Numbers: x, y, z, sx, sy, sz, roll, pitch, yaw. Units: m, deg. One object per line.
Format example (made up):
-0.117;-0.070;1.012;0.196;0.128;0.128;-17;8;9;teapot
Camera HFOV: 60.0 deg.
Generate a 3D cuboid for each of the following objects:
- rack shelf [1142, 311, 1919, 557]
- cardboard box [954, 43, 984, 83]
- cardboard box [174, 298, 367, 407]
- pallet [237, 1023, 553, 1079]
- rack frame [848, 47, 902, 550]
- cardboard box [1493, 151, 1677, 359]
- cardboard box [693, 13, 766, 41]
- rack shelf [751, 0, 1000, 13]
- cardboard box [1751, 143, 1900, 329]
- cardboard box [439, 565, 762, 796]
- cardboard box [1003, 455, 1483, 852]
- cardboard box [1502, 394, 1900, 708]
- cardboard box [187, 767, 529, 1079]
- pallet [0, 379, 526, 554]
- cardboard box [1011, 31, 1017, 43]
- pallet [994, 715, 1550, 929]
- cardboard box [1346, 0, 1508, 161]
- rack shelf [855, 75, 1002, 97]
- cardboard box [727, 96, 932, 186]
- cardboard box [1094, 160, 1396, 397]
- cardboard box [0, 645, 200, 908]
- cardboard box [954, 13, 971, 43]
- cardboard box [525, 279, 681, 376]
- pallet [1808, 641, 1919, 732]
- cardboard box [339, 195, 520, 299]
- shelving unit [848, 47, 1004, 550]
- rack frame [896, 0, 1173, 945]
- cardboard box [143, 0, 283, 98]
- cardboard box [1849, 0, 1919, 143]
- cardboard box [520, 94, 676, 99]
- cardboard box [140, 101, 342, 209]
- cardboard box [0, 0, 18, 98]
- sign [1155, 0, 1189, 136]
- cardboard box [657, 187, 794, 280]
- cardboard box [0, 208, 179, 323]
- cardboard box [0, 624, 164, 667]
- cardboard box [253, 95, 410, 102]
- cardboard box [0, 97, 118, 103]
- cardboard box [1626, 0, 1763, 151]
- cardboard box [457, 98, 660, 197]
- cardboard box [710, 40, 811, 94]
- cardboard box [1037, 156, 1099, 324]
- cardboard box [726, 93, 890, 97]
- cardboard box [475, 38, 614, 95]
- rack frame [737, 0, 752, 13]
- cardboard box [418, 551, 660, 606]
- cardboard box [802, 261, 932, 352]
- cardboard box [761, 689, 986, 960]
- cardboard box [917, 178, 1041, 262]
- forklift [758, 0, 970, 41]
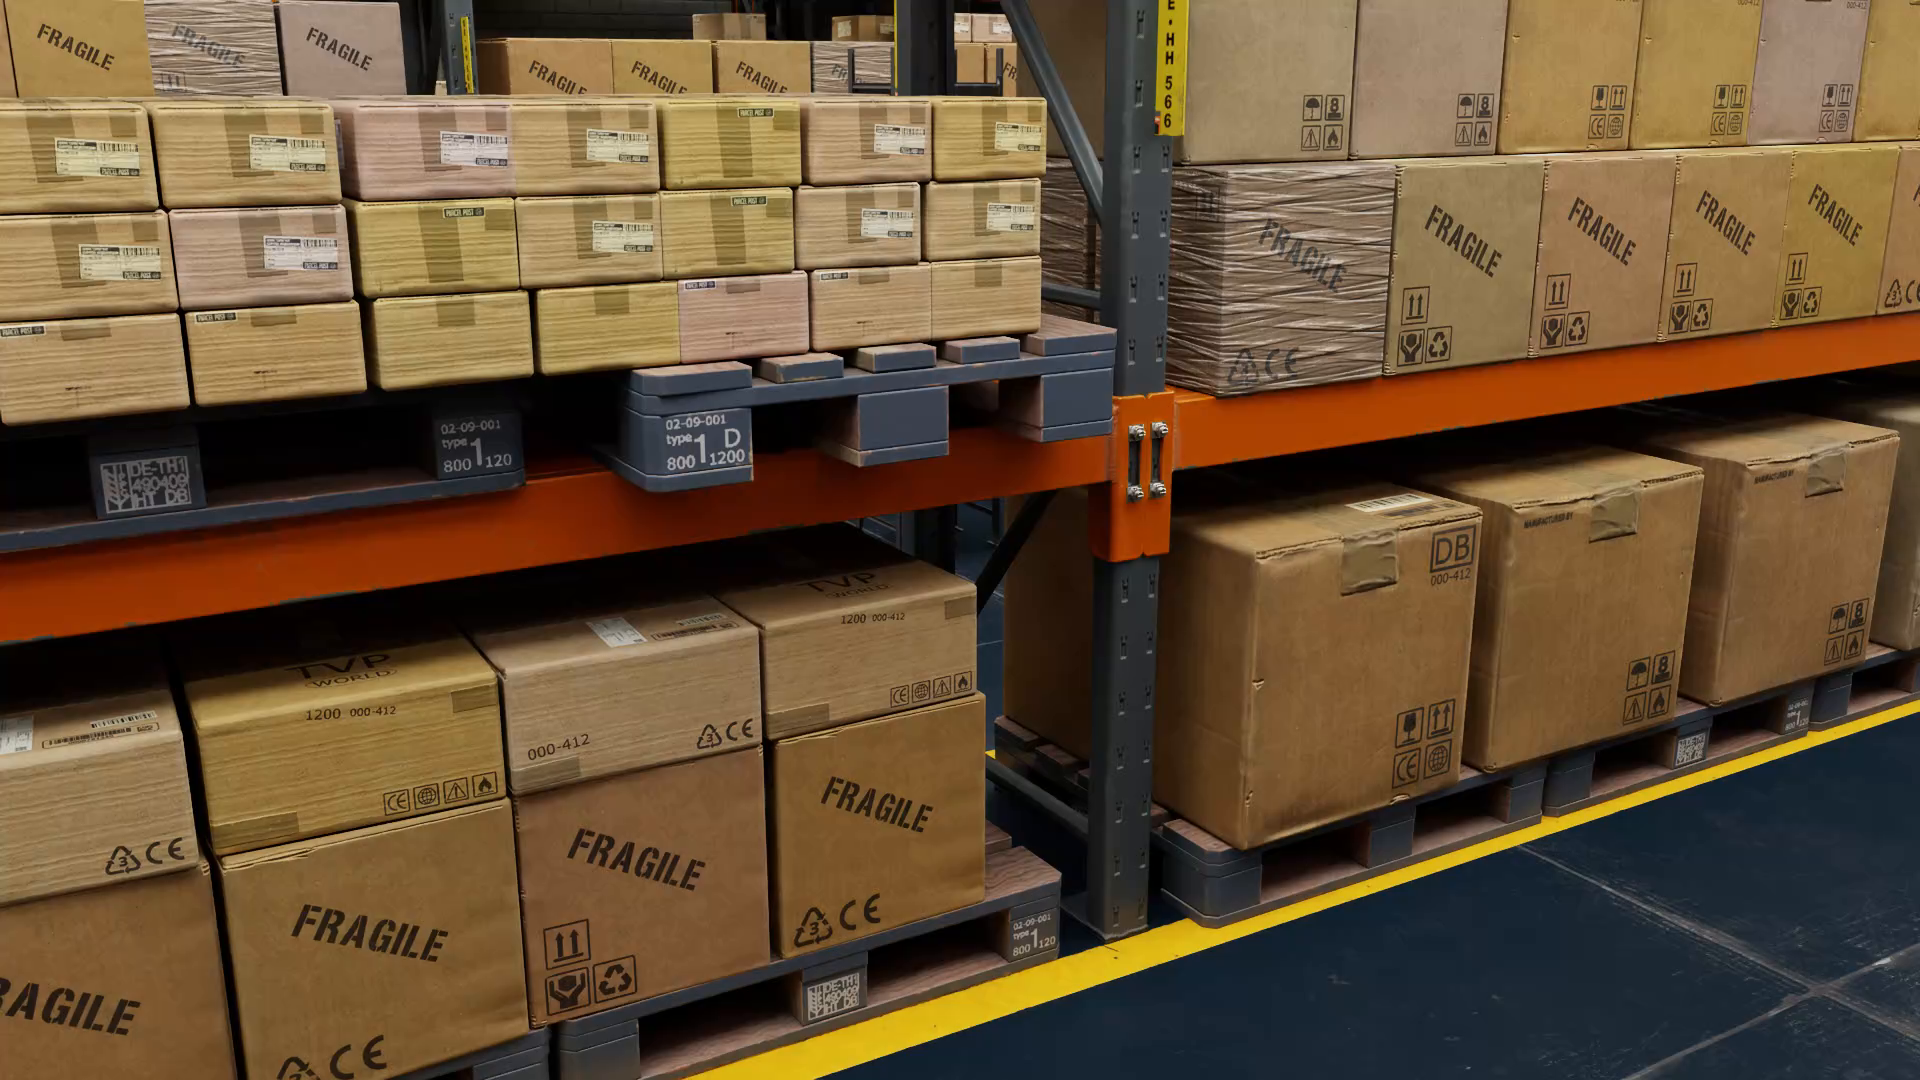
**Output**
1.860;-0.535;5.093;4.000;0.370;1.077;-9;18;-30;rack shelf
-0.209;-2.427;8.997;0.500;0.500;0.500;-9;18;-28;cardboard box
-1.143;-0.332;2.726;0.250;0.149;0.380;-9;18;-28;cardboard box
-1.570;1.016;3.393;1.213;0.211;1.003;-9;18;-30;pallet
-0.351;-0.954;6.923;0.015;2.100;0.400;-9;18;-30;rack frame
1.536;-0.793;4.495;0.500;0.500;0.500;-9;18;-30;cardboard box
-1.233;-2.733;8.886;0.250;0.149;0.380;-10;19;-32;cardboard box
0.093;-4.814;14.802;4.000;0.370;1.077;-9;18;-30;rack shelf
2.398;-0.932;4.994;0.500;0.500;0.500;-9;18;-29;cardboard box
-0.733;0.266;3.369;0.500;0.250;0.500;-9;18;-29;cardboard box
0.714;0.214;4.479;0.750;0.750;1.050;-9;18;-30;cardboard box
2.260;-0.038;5.377;0.750;0.750;1.050;-9;18;-30;cardboard box
-1.176;0.699;3.213;0.500;0.500;0.500;-10;19;-32;cardboard box
-1.530;-0.226;3.015;1.213;0.211;1.003;-9;18;-30;pallet
0.353;-3.013;9.884;0.250;0.149;0.380;-9;18;-30;cardboard box
0.860;0.647;4.709;1.213;0.211;1.003;-9;18;-30;pallet
0.968;-1.263;4.322;0.500;0.500;0.700;-10;18;-31;cardboard box
-0.142;-1.649;6.859;0.480;0.518;0.431;-9;18;-30;rack shelf
-0.255;-0.762;3.157;0.250;0.149;0.380;-9;18;-30;cardboard box
0.669;-0.651;3.990;0.500;0.500;0.500;-9;18;-29;cardboard box
-1.619;0.407;2.864;0.500;0.250;0.500;-8;18;-28;cardboard box
-0.148;-2.738;8.902;0.250;0.149;0.380;-10;19;-32;cardboard box
-0.690;-0.406;2.987;0.250;0.149;0.380;-9;18;-30;cardboard box
2.952;0.308;5.919;1.213;0.211;1.003;-9;18;-30;pallet
-0.925;-0.510;2.809;0.250;0.149;0.380;-9;18;-30;cardboard box
-0.142;-0.988;7.044;0.503;2.100;0.431;-9;18;-30;shelving unit
0.145;-0.603;4.004;0.127;3.000;1.000;-9;18;-30;rack frame
-3.235;-2.058;7.158;0.500;0.500;0.500;-9;18;-29;cardboard box
2.712;-1.546;5.331;0.500;0.500;0.700;-10;18;-31;cardboard box
-0.792;-0.880;3.578;0.250;0.149;0.380;-9;18;-30;cardboard box
-1.148;-0.617;2.640;0.250;0.149;0.380;-8;18;-27;cardboard box
-4.101;-1.922;6.672;0.500;0.500;0.500;-10;18;-31;cardboard box
0.433;-0.998;3.415;0.005;0.325;0.100;-9;18;-30;sign
-0.496;-0.579;3.054;0.250;0.149;0.380;-9;18;-28;cardboard box
-1.369;-0.438;2.551;0.250;0.149;0.380;-10;18;-31;cardboard box
-1.882;0.286;3.296;0.500;0.250;0.500;-10;19;-32;cardboard box
-1.250;-0.806;3.312;0.250;0.149;0.380;-8;18;-27;cardboard box
-1.692;-0.735;3.058;0.250;0.149;0.380;-10;18;-30;cardboard box
1.845;-1.406;4.832;0.500;0.500;0.700;-9;18;-30;cardboard box
-0.707;-0.688;2.892;0.250;0.149;0.380;-9;18;-28;cardboard box
-1.091;-2.286;8.495;0.500;0.500;0.500;-9;18;-29;cardboard box
0.393;-0.776;4.436;0.500;0.500;0.500;-9;18;-30;cardboard box
-0.354;-0.951;3.830;0.250;0.149;0.380;-9;18;-30;cardboard box
-1.986;-2.137;7.961;0.500;0.500;0.500;-10;18;-31;cardboard box
-1.621;-3.438;14.118;0.127;3.000;1.000;-9;18;-30;rack frame
-1.005;0.148;3.790;0.500;0.250;0.500;-9;18;-30;cardboard box
-0.254;-0.475;3.236;0.250;0.149;0.380;-9;18;-30;cardboard box
-0.284;0.550;3.743;0.500;0.500;0.500;-9;18;-30;cardboard box
-0.044;-0.654;3.320;0.250;0.149;0.380;-9;18;-29;cardboard box
-0.588;-2.759;11.822;3.031;2.935;1.130;-9;18;-30;forklift
